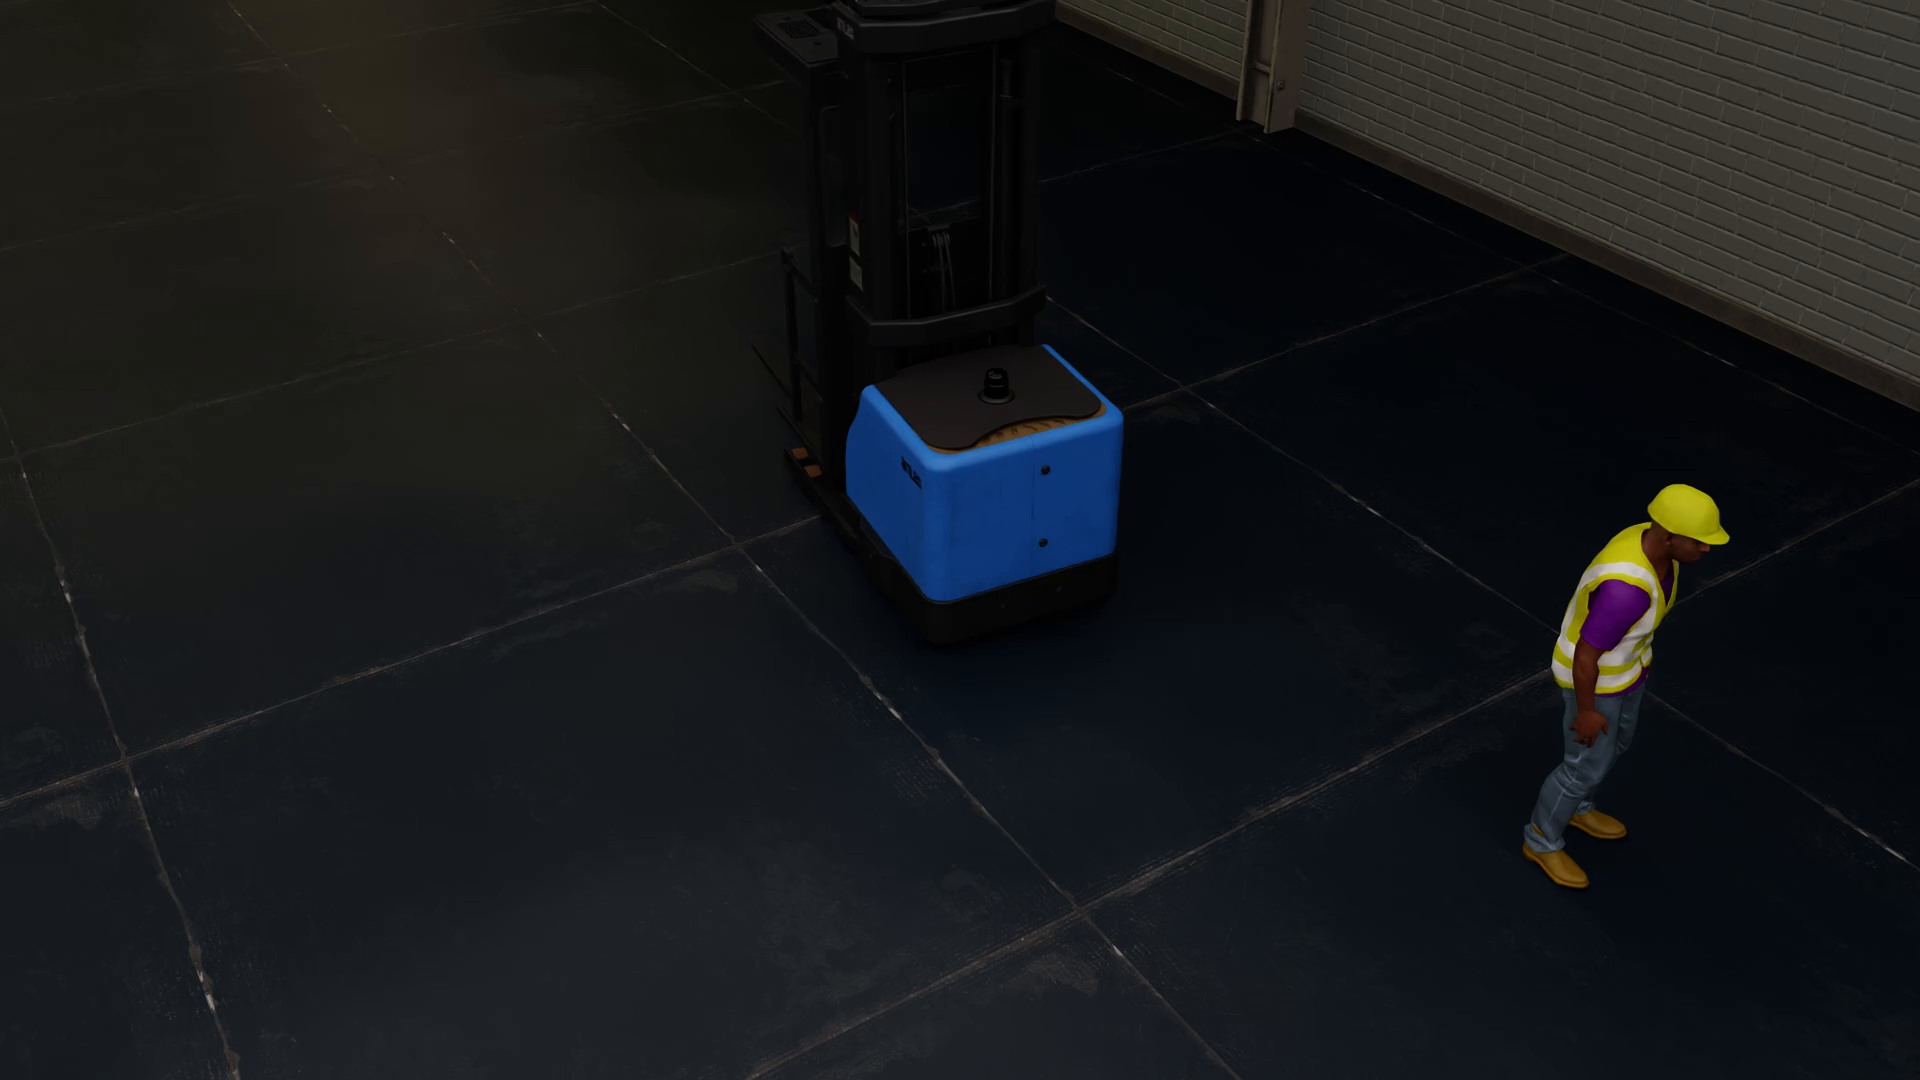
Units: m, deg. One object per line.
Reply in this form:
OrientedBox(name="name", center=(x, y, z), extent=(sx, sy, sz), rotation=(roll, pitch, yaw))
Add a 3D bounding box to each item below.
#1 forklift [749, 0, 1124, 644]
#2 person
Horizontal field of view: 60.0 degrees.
OrientedBox(name="forklift", center=(-0.317, -1.543, 8.344), extent=(1.130, 2.935, 3.031), rotation=(-15, 38, -21))
OrientedBox(name="person", center=(2.531, 0.526, 6.422), extent=(0.463, 1.759, 0.626), rotation=(26, 43, 32))
